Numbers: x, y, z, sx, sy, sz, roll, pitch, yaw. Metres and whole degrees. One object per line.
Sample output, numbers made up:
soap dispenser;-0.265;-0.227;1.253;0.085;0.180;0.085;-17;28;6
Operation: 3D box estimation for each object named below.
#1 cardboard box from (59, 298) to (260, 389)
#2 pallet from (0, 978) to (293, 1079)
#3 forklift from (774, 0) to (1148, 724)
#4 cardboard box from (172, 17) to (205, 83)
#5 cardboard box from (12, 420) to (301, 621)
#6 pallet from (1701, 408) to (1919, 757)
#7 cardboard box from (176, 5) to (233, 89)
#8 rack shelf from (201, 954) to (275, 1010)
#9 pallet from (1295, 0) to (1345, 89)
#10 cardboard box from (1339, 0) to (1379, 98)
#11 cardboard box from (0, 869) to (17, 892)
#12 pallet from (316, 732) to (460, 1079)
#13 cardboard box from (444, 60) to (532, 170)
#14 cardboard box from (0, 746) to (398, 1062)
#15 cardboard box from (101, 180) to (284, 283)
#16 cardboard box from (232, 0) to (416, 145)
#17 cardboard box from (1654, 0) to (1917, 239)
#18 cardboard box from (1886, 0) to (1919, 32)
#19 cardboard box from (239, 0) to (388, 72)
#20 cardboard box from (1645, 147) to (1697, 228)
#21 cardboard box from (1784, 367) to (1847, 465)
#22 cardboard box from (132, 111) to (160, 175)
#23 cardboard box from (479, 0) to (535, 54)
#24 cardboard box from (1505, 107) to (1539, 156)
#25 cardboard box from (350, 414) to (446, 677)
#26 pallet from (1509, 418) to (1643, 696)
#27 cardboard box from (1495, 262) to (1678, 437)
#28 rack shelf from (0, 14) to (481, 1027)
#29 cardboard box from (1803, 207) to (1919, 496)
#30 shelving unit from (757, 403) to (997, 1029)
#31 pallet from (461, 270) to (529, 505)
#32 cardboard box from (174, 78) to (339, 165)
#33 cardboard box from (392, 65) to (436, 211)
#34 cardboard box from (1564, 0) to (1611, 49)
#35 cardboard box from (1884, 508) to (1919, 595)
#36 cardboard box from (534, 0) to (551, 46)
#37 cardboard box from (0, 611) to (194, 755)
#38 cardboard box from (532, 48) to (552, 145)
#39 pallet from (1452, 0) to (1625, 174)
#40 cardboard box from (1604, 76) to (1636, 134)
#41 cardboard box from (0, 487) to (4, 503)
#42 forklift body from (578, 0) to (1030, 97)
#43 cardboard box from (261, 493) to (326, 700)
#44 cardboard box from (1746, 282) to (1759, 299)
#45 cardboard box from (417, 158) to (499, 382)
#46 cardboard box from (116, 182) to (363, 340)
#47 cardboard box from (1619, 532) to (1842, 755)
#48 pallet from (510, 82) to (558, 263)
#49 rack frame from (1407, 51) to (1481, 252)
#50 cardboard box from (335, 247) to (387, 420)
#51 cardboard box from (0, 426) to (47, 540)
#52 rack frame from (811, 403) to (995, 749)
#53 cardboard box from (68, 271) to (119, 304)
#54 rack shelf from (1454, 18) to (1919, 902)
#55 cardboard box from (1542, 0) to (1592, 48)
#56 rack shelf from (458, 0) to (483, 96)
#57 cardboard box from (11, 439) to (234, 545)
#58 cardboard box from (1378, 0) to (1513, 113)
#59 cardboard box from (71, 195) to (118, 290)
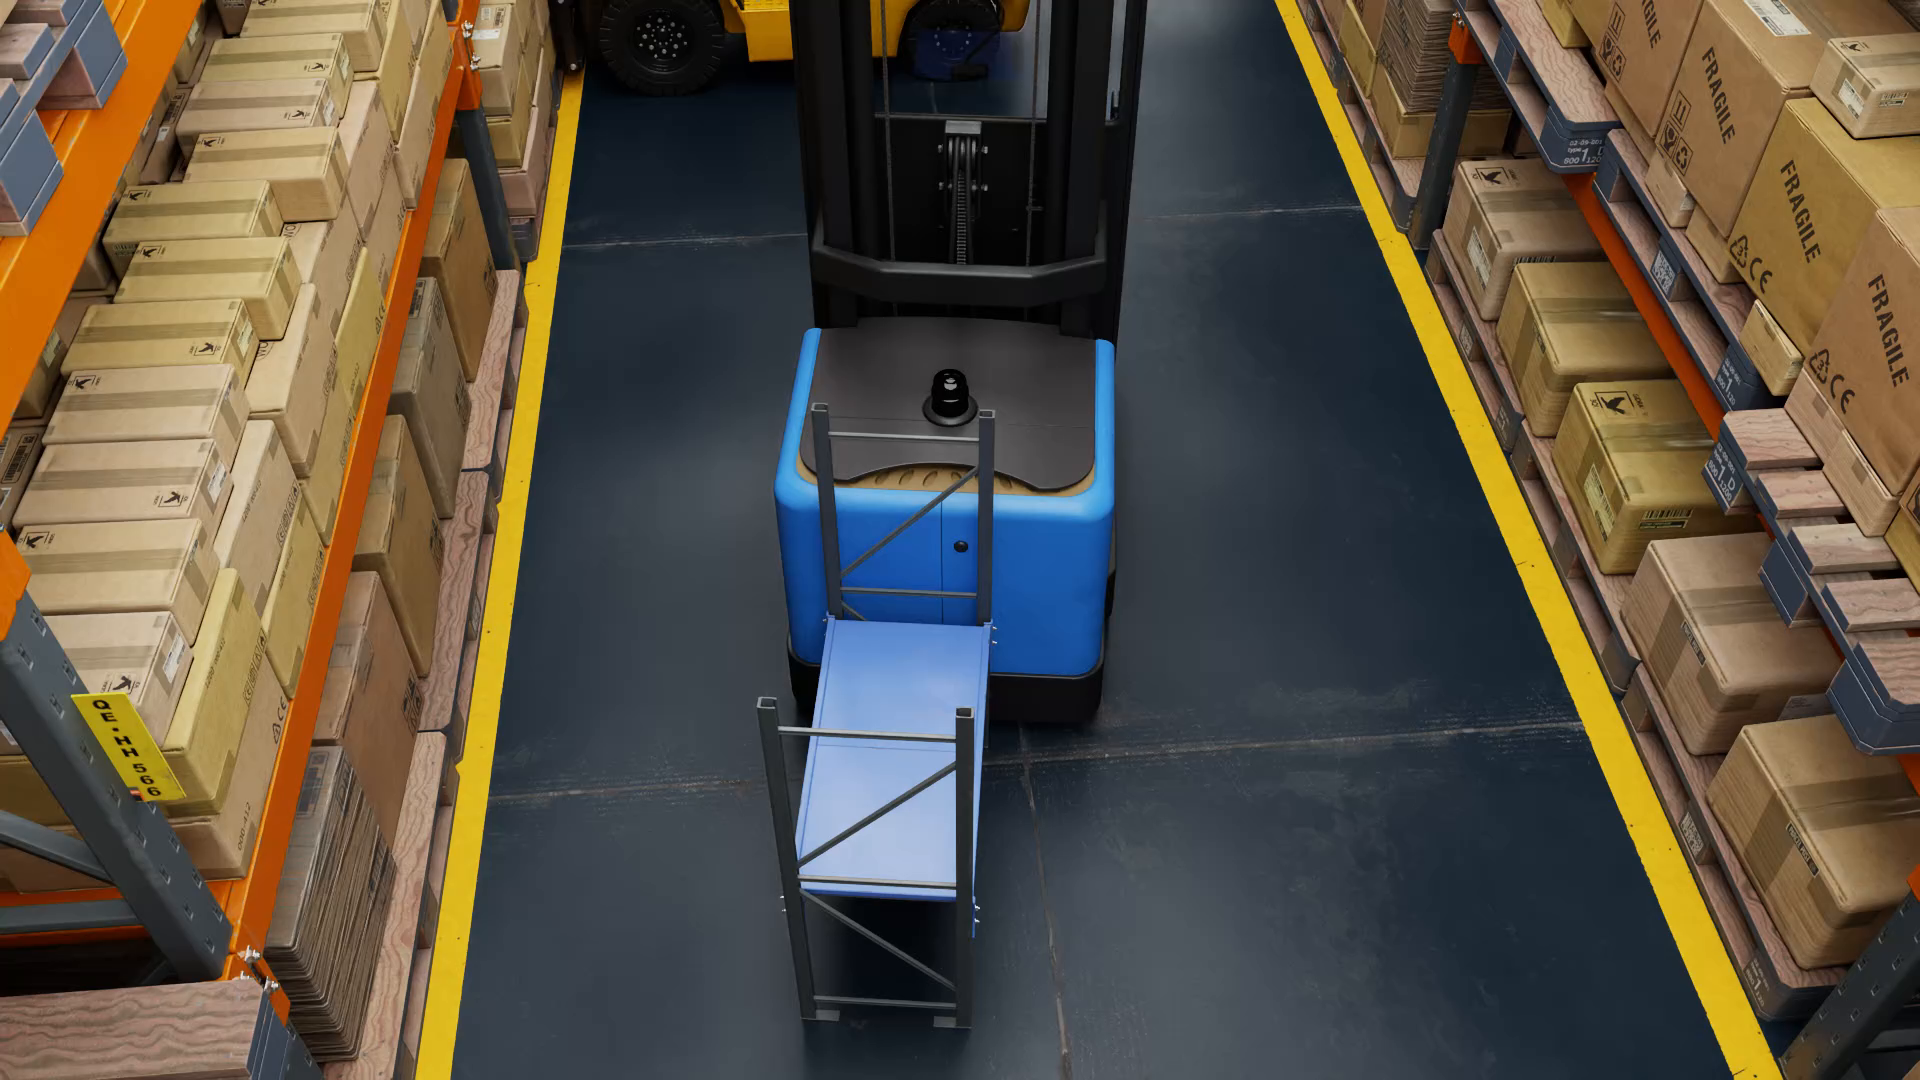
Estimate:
cardboard box;-1.966;-0.455;4.099;0.380;0.149;0.250;-3;47;-3
pallet;-1.950;1.349;3.038;1.213;0.211;1.003;-3;47;-3
forklift;0.039;-1.460;5.614;1.130;2.935;3.031;3;47;2
cardboard box;-2.563;-1.525;5.113;0.380;0.149;0.250;-4;47;-4
cardboard box;-1.911;-0.021;3.963;0.500;0.250;0.500;-2;47;-2
pallet;2.704;0.050;4.269;1.213;0.211;1.003;-3;47;-3
cardboard box;-2.592;-1.470;5.335;0.500;0.250;0.500;-4;47;-4
rack shelf;-1.909;2.492;2.320;1.077;0.370;4.000;-3;47;-3
pallet;2.338;-2.811;8.767;1.003;0.211;1.213;-3;47;-3
cardboard box;2.163;-2.396;8.058;0.500;0.250;0.500;-5;47;-4
cardboard box;-2.369;0.539;3.777;0.500;0.250;0.500;-4;47;-4
pallet;-2.106;1.158;5.008;1.003;0.211;1.213;-3;47;-3
cardboard box;-2.144;-1.836;7.184;0.500;0.250;0.500;-4;47;-3
cardboard box;-2.115;1.017;4.567;0.875;0.625;0.625;-2;47;-2
cardboard box;-2.046;-0.824;4.449;0.380;0.149;0.250;-3;47;-3
cardboard box;-2.065;-1.506;5.369;0.500;0.250;0.500;-5;47;-4
cardboard box;2.412;-1.234;4.790;0.500;0.500;0.500;-5;47;-5
cardboard box;2.927;-1.251;4.806;0.500;0.500;0.500;-5;47;-5
cardboard box;-2.000;-1.573;5.158;0.380;0.149;0.250;-5;47;-5
cardboard box;2.347;-1.096;5.105;0.380;0.149;0.250;-2;47;-2
cardboard box;2.434;-0.340;4.390;0.380;0.149;0.250;-5;47;-5
cardboard box;-2.542;-1.161;4.768;0.380;0.149;0.250;-4;47;-4
cardboard box;-2.172;-2.379;7.353;0.500;0.250;0.500;-3;47;-3
cardboard box;2.754;-2.043;7.724;0.500;0.250;0.500;-5;47;-5
cardboard box;-2.234;0.058;5.476;0.875;0.625;0.625;-5;47;-5
pallet;2.707;0.006;6.099;1.003;0.211;1.213;-3;47;-3
cardboard box;2.645;-0.743;6.408;0.950;0.372;0.625;-1;47;-1
rack shelf;-2.244;-0.403;5.061;1.077;0.370;4.000;-3;47;-3
cardboard box;2.500;-0.474;4.070;0.500;0.500;0.500;-4;47;-4
shelving unit;-0.186;0.532;4.713;0.538;1.500;1.048;3;47;2
pallet;-2.311;-0.607;6.680;1.003;0.211;1.213;-3;47;-3
cardboard box;-2.025;-1.198;4.803;0.380;0.149;0.250;-3;47;-3
cardboard box;-2.061;-1.333;5.550;0.500;0.250;0.500;-4;47;-4
cardboard box;2.331;-1.963;5.481;0.500;0.500;0.500;-3;47;-3
cardboard box;2.513;0.022;4.047;0.380;0.149;0.250;-3;47;-3
cardboard box;-2.219;-2.565;7.874;0.500;0.250;0.500;-4;47;-4
cardboard box;-1.810;0.291;3.393;0.380;0.149;0.250;-2;47;-2
cardboard box;-2.180;-2.032;7.713;0.500;0.250;0.500;-4;47;-4
pallet;2.454;-1.774;5.996;1.003;0.211;1.213;-3;47;-3
cardboard box;2.358;-1.470;5.460;0.380;0.149;0.250;-3;47;-3
cardboard box;-2.400;-0.057;3.722;0.380;0.149;0.250;-4;47;-3
forklift body;-0.769;-3.438;8.025;2.313;2.155;1.214;-3;47;-3
cardboard box;-1.907;0.149;4.147;0.500;0.250;0.500;-4;47;-4
cardboard box;2.502;-0.728;4.757;0.380;0.149;0.250;-3;47;-3
cardboard box;-2.356;-1.048;6.523;0.875;0.625;0.625;-2;47;-2
cardboard box;-2.005;-0.769;4.672;0.500;0.250;0.500;-3;47;-3
cardboard box;2.762;0.309;5.412;0.950;0.372;0.625;-4;47;-4
pallet;-2.436;-1.716;7.730;1.003;0.211;1.213;-3;47;-3
rack frame;2.535;-2.401;6.458;1.000;3.000;0.127;-3;47;-3
cardboard box;-1.999;-0.599;4.855;0.500;0.250;0.500;-2;47;-2
cardboard box;-2.436;-0.001;3.944;0.500;0.250;0.500;-3;47;-3
rack frame;-0.154;0.164;5.062;0.500;1.500;0.032;3;47;2
cardboard box;-2.509;-0.728;4.633;0.500;0.250;0.500;-4;47;-4
rack shelf;2.702;-0.707;5.349;1.077;0.370;4.000;-3;47;-3
cardboard box;2.278;-1.859;5.828;0.380;0.149;0.250;-3;47;-2
rack shelf;-2.579;-3.297;7.802;1.077;0.370;4.000;-3;47;-3
cardboard box;-1.880;-0.086;3.750;0.380;0.149;0.250;-2;47;-2
cardboard box;2.218;-2.270;7.422;0.500;0.500;0.500;-4;47;-4
cardboard box;-2.453;-0.793;4.419;0.380;0.149;0.250;-2;47;-2
